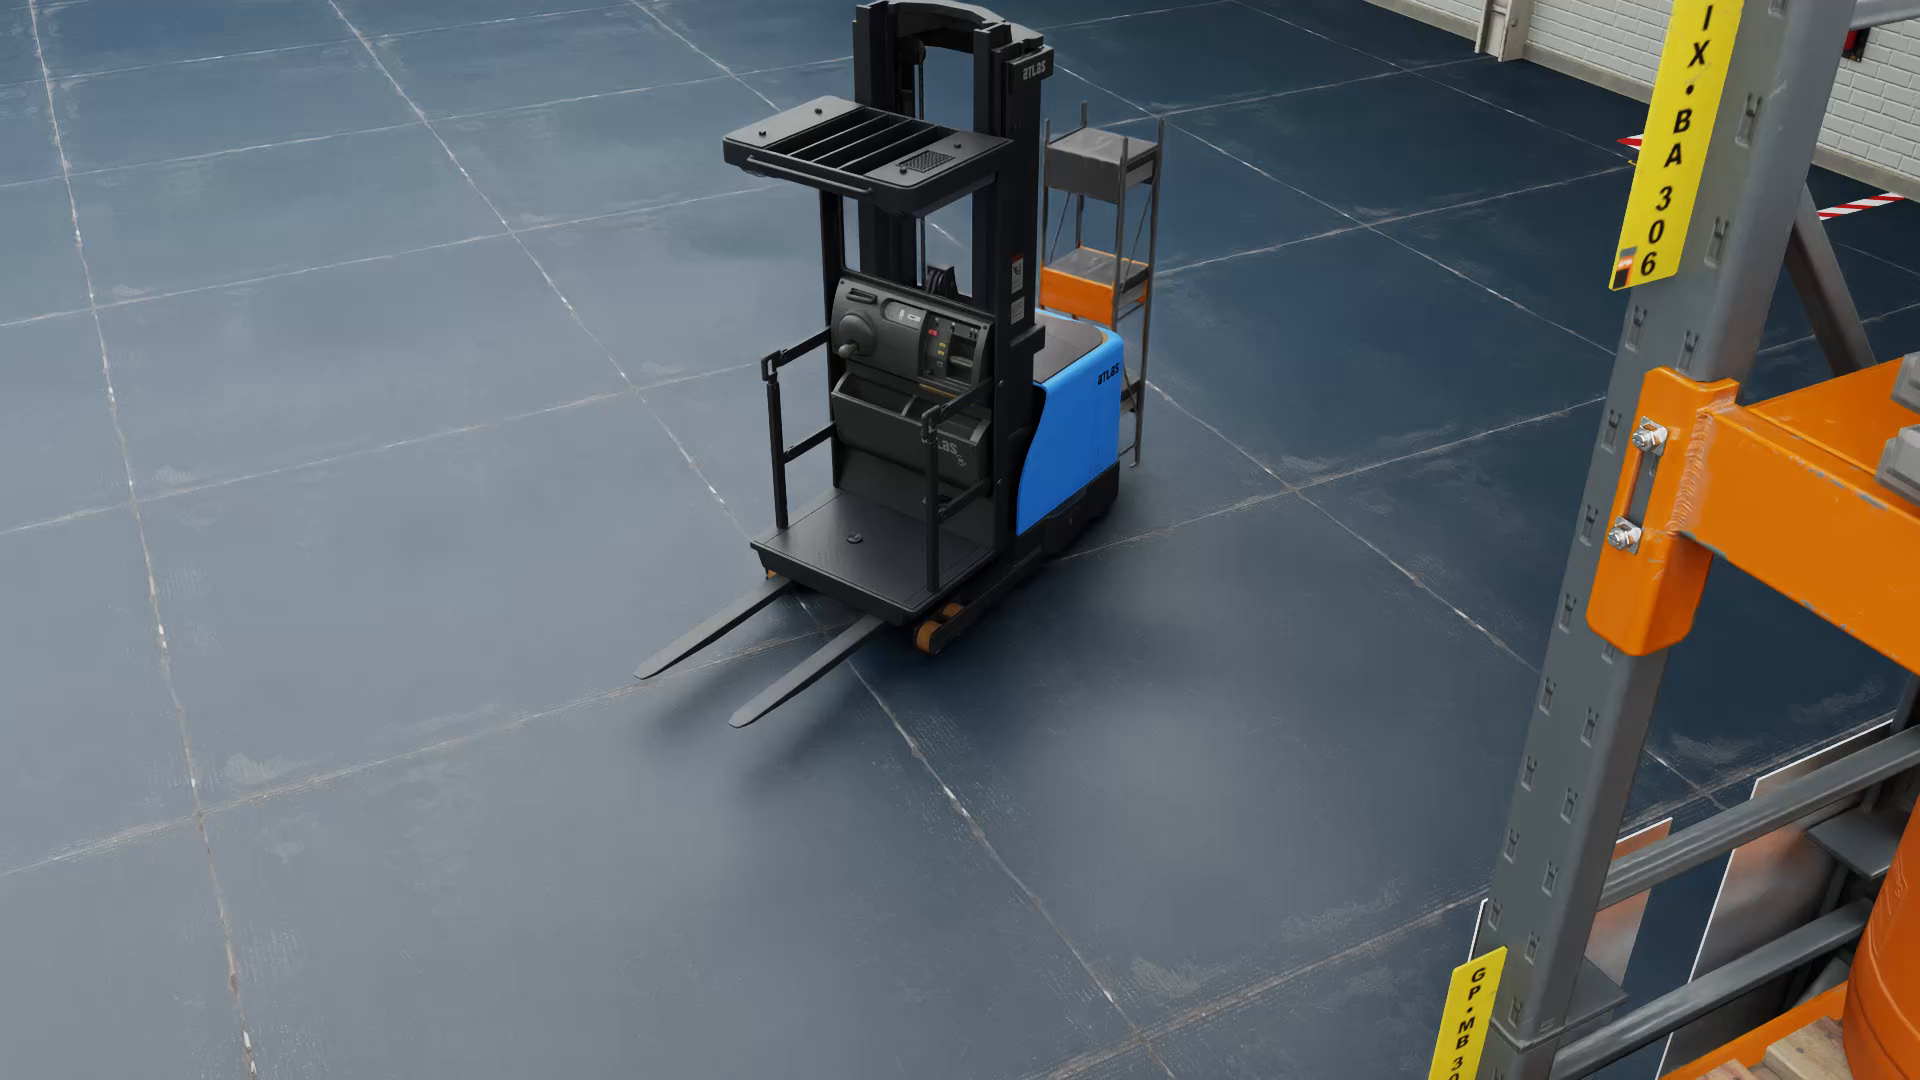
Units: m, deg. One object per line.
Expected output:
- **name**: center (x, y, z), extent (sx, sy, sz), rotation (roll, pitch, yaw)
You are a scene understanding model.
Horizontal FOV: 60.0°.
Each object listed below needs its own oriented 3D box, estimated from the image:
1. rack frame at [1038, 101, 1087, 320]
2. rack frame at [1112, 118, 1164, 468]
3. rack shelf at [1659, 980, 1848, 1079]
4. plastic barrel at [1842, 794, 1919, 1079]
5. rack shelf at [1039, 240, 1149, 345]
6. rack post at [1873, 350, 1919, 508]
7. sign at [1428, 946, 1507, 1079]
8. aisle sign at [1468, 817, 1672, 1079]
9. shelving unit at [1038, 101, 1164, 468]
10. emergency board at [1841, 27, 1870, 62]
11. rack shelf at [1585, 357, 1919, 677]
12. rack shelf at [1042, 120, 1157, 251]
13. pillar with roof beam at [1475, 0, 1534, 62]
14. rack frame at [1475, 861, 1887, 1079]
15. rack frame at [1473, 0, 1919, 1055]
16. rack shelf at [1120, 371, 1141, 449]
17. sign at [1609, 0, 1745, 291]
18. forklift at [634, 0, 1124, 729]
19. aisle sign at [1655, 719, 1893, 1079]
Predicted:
- **rack frame**: center (0.566, -1.428, 9.527), extent (0.015, 2.100, 0.400), rotation (22, 38, 30)
- **rack frame**: center (0.959, -1.272, 9.284), extent (0.015, 2.100, 0.400), rotation (22, 38, 30)
- **rack shelf**: center (2.181, 1.872, 1.434), extent (1.077, 0.370, 4.000), rotation (-16, 36, -23)
- **plastic barrel**: center (1.588, 0.457, 2.188), extent (0.600, 0.830, 0.708), rotation (-16, 36, -23)
- **rack shelf**: center (0.763, -1.338, 9.413), extent (0.480, 0.518, 0.431), rotation (22, 38, 30)
- **rack post**: center (1.489, -0.045, 1.442), extent (0.937, 0.300, 0.954), rotation (-12, 35, -18)
- **sign**: center (0.760, 0.747, 2.514), extent (0.100, 0.325, 0.005), rotation (-16, 36, -23)
- **aisle sign**: center (0.956, 0.822, 2.776), extent (0.394, 0.787, 0.004), rotation (-16, 36, -23)
- **shelving unit**: center (0.763, -1.350, 9.406), extent (0.503, 2.100, 0.431), rotation (22, 38, 30)
- **emergency board**: center (7.189, -4.550, 13.571), extent (0.194, 1.169, 0.643), rotation (-16, 36, -23)
- **rack shelf**: center (2.181, 0.777, 0.732), extent (1.077, 0.370, 4.000), rotation (-16, 36, -23)
- **rack shelf**: center (0.767, -1.931, 9.040), extent (0.480, 0.518, 0.431), rotation (22, 38, 30)
- **pillar with roof beam**: center (1.701, -7.668, 12.876), extent (9.100, 9.000, 0.400), rotation (-16, 36, -23)
- **rack frame**: center (1.249, 1.878, 3.539), extent (1.000, 3.000, 0.127), rotation (-16, 36, -23)
- **rack frame**: center (1.249, -0.648, 1.920), extent (1.000, 3.000, 0.127), rotation (-16, 36, -23)
- **rack shelf**: center (0.758, -0.746, 9.786), extent (0.480, 0.518, 0.431), rotation (22, 38, 30)
- **sign**: center (0.760, -0.424, 1.764), extent (0.100, 0.325, 0.005), rotation (-16, 36, -23)
- **forklift**: center (-0.375, -0.961, 8.032), extent (1.130, 2.935, 3.031), rotation (22, 39, 30)
- **aisle sign**: center (1.478, 0.674, 3.007), extent (0.394, 0.787, 0.004), rotation (-16, 36, -23)
